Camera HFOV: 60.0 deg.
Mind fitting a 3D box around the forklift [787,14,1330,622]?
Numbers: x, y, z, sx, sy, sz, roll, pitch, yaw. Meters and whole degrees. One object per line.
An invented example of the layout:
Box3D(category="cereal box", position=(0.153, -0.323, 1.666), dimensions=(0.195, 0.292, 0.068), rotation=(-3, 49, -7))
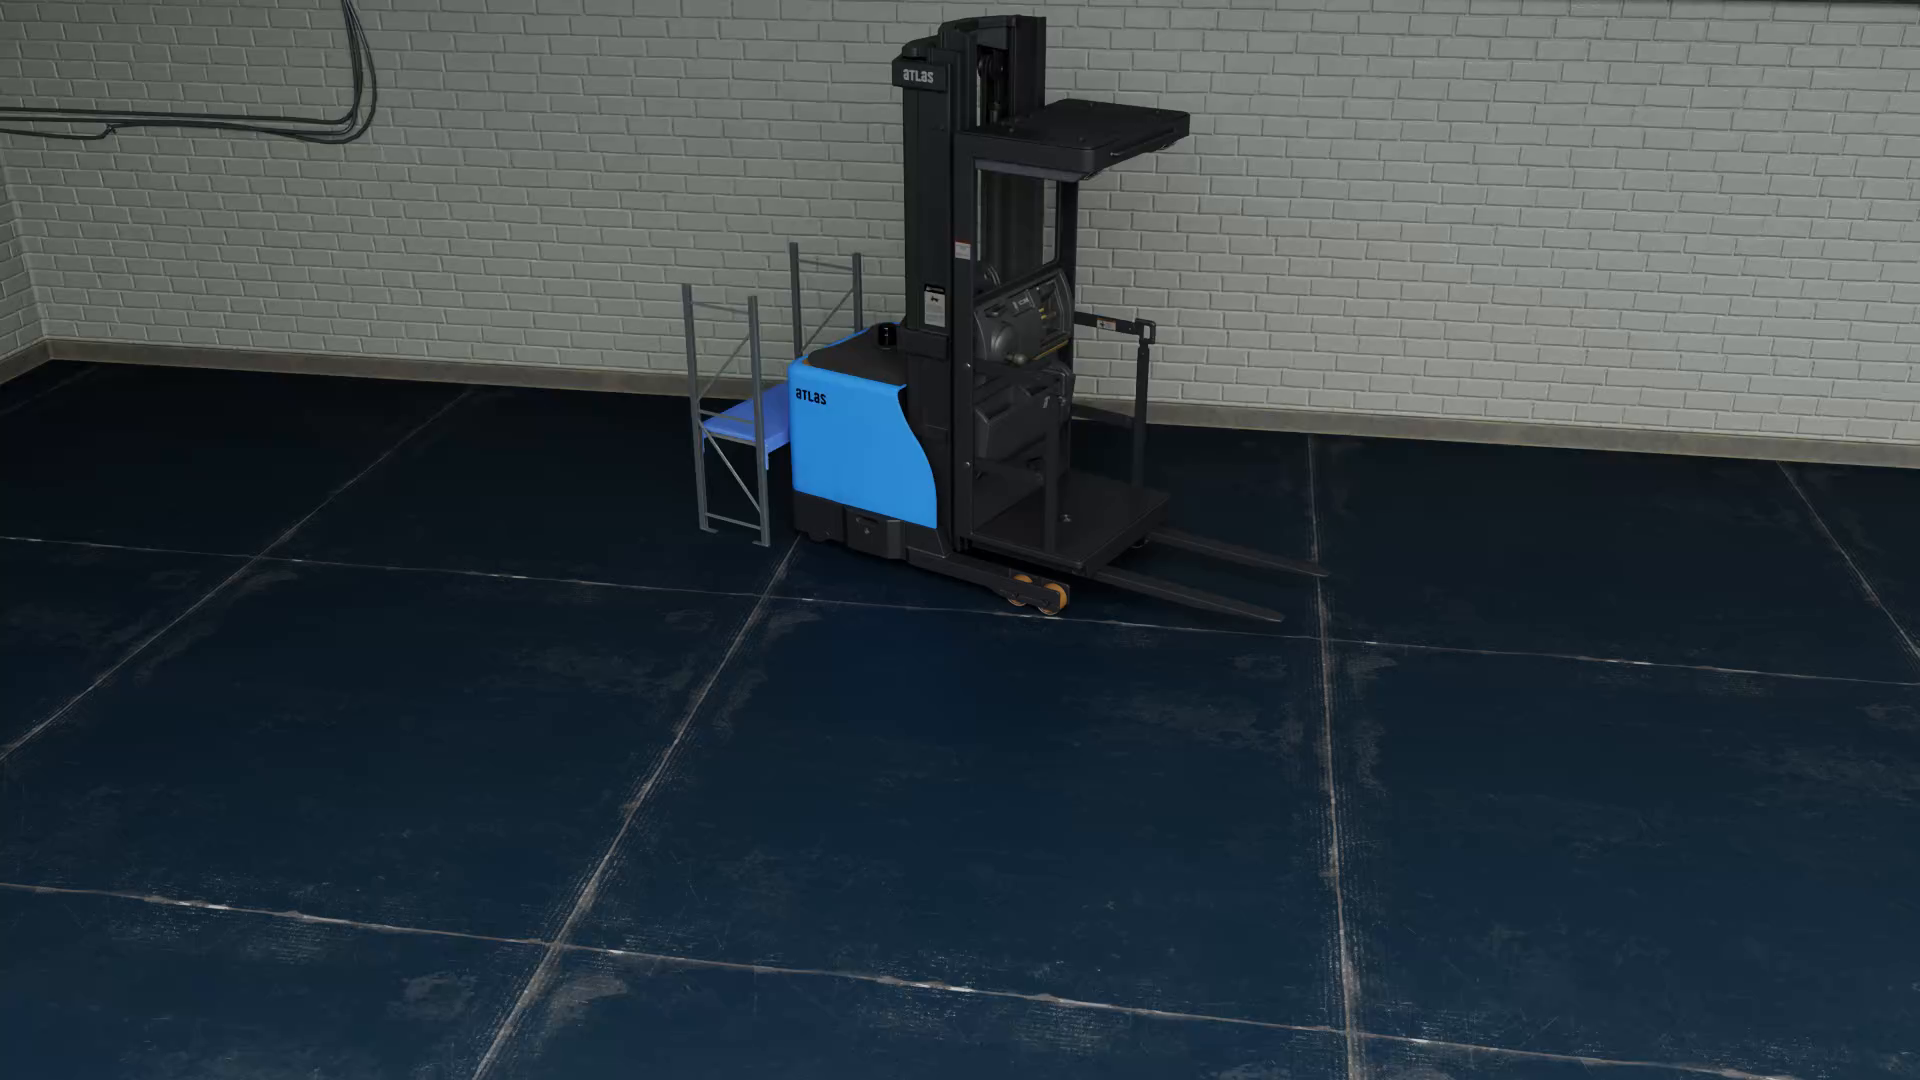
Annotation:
Box3D(category="forklift", position=(0.523, -1.184, 8.822), dimensions=(3.031, 2.935, 1.130), rotation=(15, 29, 29))

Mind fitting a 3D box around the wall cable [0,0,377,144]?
Box3D(category="wall cable", position=(-5.519, -3.940, 11.216), dimensions=(3.097, 2.526, 0.112), rotation=(4, 25, 9))

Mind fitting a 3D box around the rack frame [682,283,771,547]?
Box3D(category="rack frame", position=(-1.326, -0.696, 9.467), dimensions=(0.500, 1.500, 0.032), rotation=(14, 29, 27))

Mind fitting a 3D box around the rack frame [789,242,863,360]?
Box3D(category="rack frame", position=(-0.808, -1.067, 10.260), dimensions=(0.500, 1.500, 0.032), rotation=(14, 29, 27))

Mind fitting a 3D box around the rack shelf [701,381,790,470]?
Box3D(category="rack shelf", position=(-1.067, -0.718, 9.939), dimensions=(0.538, 0.185, 1.000), rotation=(14, 29, 27))

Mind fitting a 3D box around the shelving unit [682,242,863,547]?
Box3D(category="shelving unit", position=(-1.067, -0.881, 9.863), dimensions=(0.538, 1.500, 1.048), rotation=(14, 29, 27))
